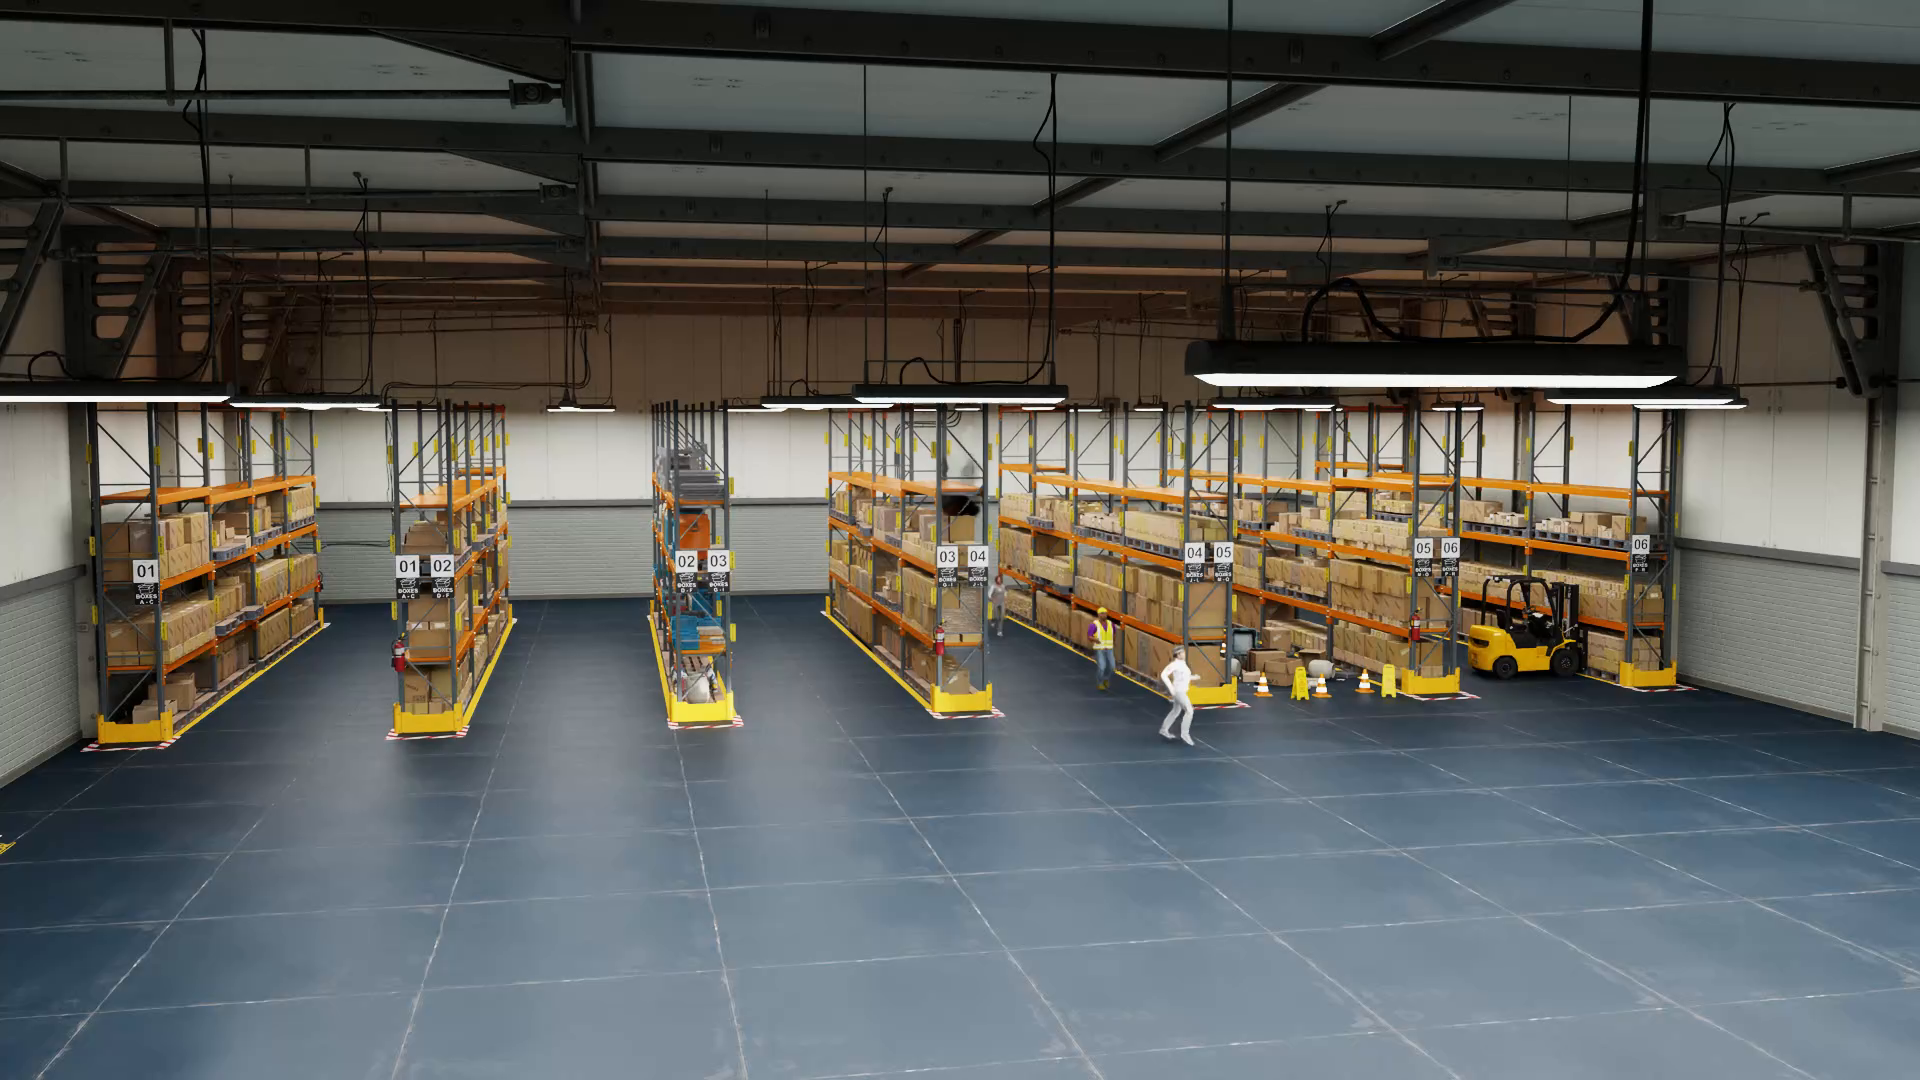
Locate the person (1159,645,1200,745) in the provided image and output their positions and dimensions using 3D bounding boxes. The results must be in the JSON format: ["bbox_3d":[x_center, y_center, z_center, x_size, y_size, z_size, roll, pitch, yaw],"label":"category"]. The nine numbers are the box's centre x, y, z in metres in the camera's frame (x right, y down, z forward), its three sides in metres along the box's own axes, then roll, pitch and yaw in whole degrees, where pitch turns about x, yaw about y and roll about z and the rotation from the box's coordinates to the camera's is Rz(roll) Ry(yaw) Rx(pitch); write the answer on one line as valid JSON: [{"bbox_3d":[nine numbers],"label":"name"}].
[{"bbox_3d":[3.825,2.693,29.019,0.747,1.750,0.584,2,5,22],"label":"person"}]

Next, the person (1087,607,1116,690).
[{"bbox_3d":[2.993,2.255,34.451,0.688,1.721,0.582,-1,4,-16],"label":"person"}]

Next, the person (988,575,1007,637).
[{"bbox_3d":[0.978,1.696,43.205,0.521,1.574,0.694,-1,4,-17],"label":"person"}]

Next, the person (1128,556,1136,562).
[{"bbox_3d":[5.284,1.117,50.890,0.758,1.542,0.628,0,4,-5],"label":"person"}]
